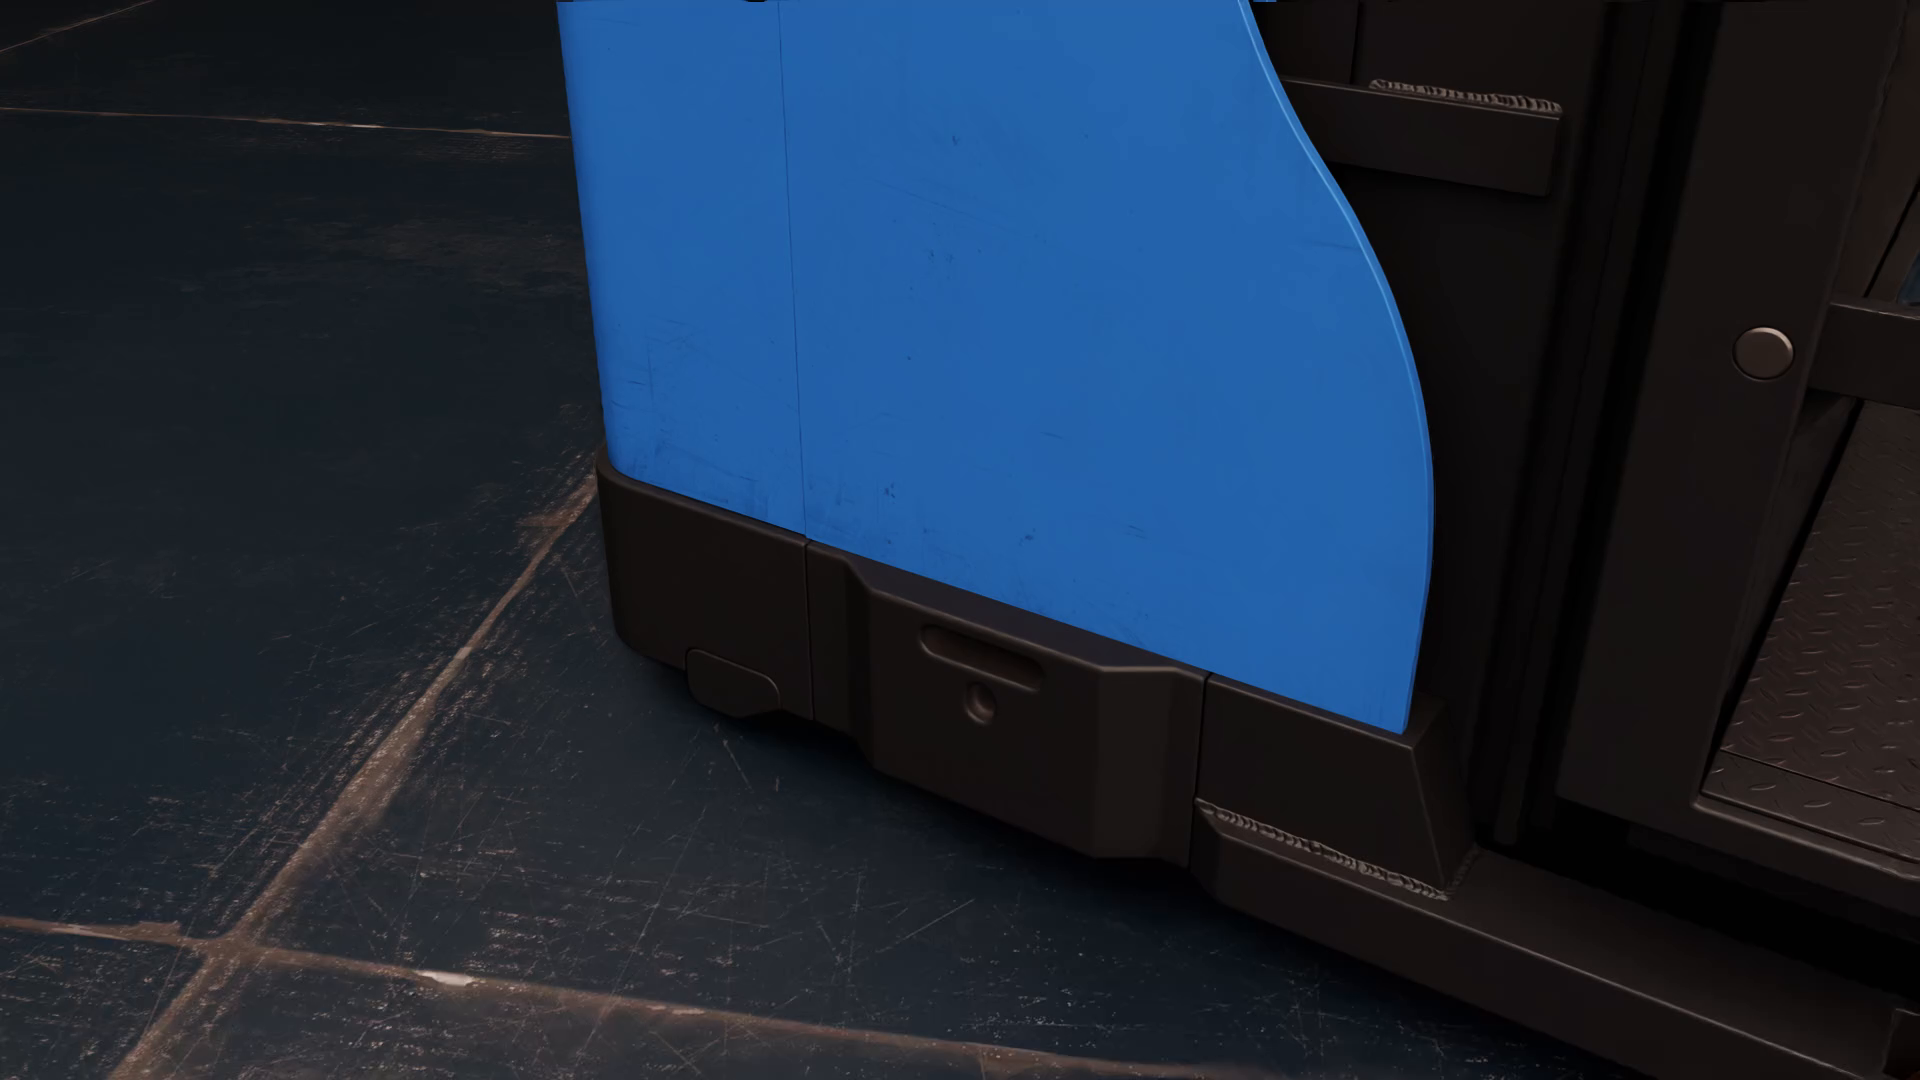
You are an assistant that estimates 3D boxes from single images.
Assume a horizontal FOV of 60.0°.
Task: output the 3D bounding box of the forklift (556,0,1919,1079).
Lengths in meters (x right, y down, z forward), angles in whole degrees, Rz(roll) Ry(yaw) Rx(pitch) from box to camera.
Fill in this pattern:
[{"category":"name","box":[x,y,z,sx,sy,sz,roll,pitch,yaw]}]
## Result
[{"category":"forklift","box":[1.065,-0.917,1.131,3.031,2.935,1.130,17,33,28]}]
